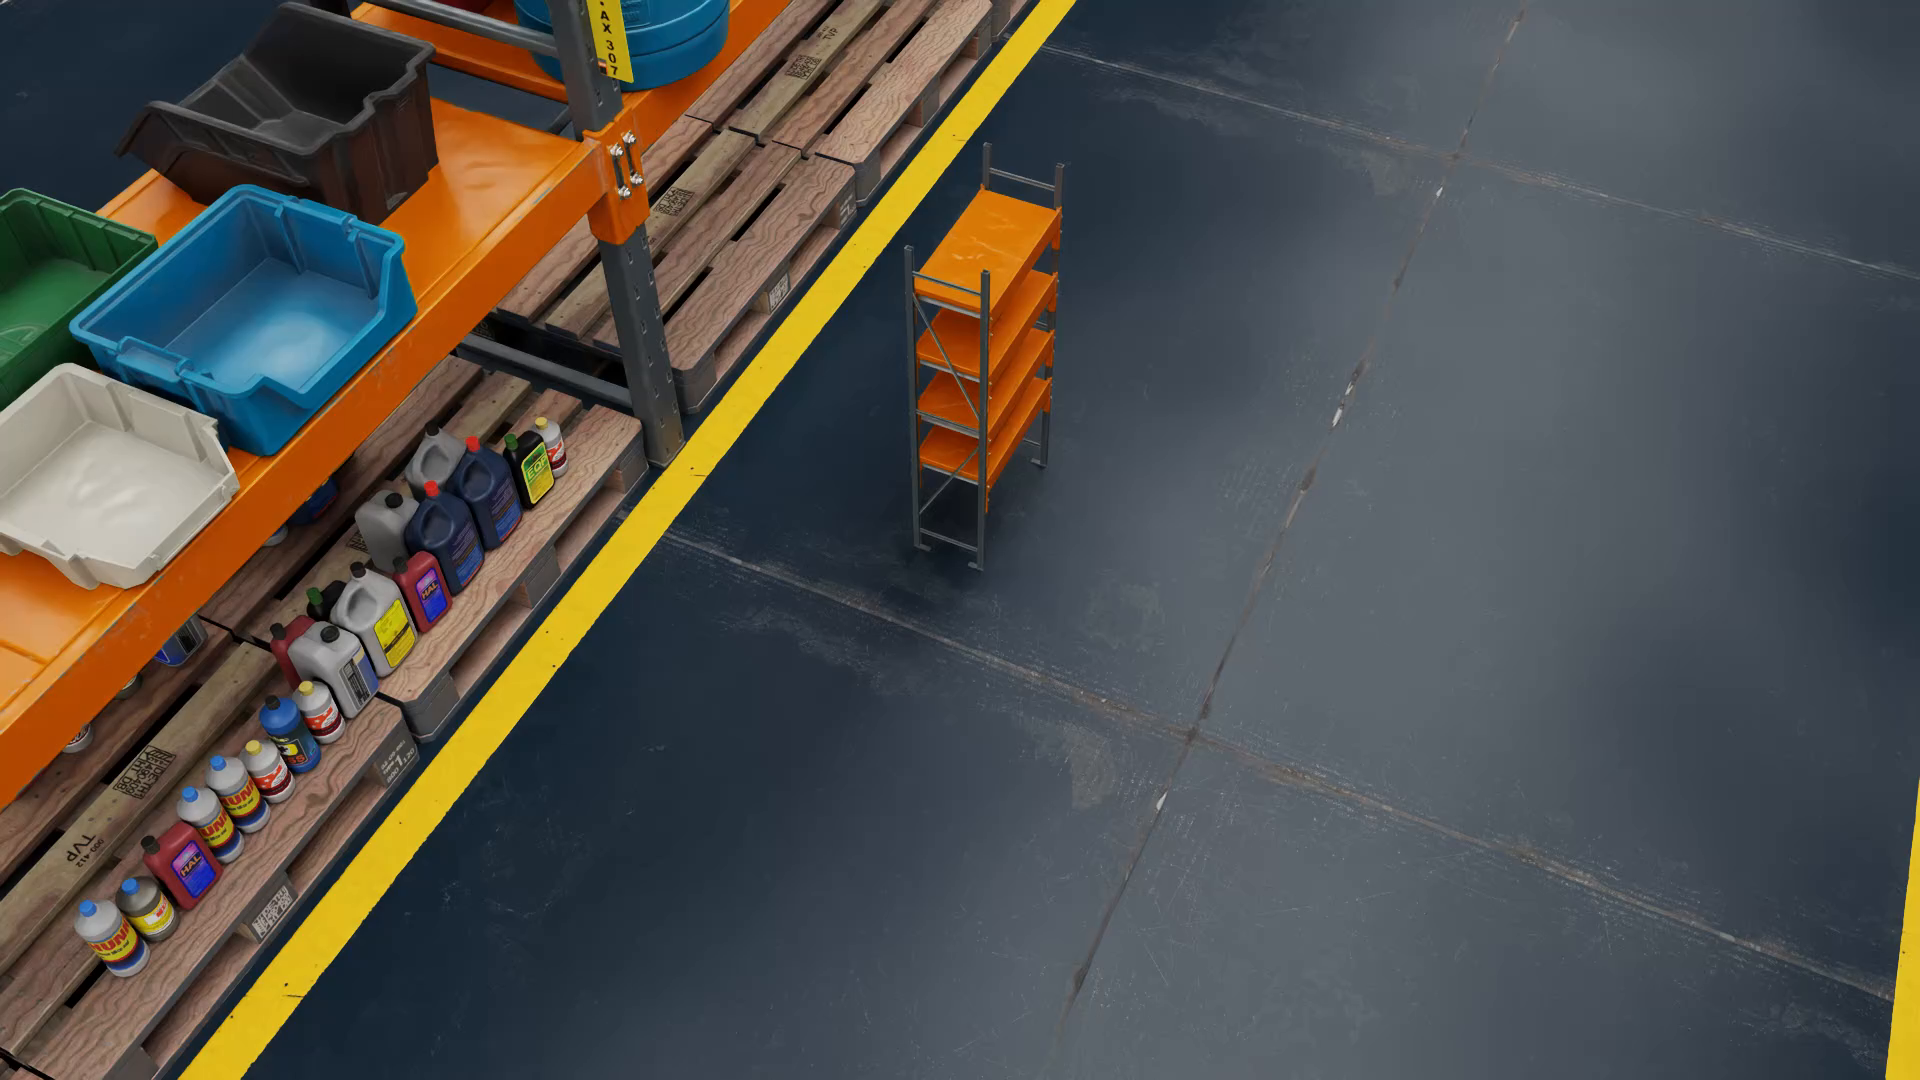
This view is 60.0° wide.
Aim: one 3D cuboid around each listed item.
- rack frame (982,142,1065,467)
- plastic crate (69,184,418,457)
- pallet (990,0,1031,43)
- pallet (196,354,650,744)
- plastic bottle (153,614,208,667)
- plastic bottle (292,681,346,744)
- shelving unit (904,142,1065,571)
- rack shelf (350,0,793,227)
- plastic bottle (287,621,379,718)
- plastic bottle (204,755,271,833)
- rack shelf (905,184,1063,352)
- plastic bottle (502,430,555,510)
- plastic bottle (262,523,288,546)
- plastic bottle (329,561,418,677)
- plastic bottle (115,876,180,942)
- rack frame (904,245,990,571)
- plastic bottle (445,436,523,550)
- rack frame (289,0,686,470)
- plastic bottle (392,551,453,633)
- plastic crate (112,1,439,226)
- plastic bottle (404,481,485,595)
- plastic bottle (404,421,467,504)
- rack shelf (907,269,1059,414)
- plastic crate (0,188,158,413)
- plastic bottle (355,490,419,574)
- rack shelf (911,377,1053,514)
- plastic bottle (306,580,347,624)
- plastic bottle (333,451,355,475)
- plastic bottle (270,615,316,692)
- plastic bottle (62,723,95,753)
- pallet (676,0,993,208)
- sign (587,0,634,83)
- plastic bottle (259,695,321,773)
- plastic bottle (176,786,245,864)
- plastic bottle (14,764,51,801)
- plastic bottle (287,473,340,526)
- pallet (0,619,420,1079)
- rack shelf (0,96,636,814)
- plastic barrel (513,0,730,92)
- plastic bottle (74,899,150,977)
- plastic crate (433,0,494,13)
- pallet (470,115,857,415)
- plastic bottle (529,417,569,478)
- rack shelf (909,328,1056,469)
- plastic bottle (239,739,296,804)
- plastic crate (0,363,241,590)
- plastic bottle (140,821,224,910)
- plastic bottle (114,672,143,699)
[{"bbox_3d":[0.175,-0.671,5.033,0.240,1.200,0.015,20,52,16],"label":"rack frame"},{"bbox_3d":[-1.614,-0.509,3.811,0.499,0.251,0.616,20,52,16],"label":"plastic crate"},{"bbox_3d":[-0.044,-2.737,7.441,1.003,0.211,1.213,20,52,16],"label":"pallet"},{"bbox_3d":[-1.712,-0.055,5.158,1.003,0.211,1.213,20,52,16],"label":"pallet"},{"bbox_3d":[-2.225,0.207,4.604,0.152,0.276,0.135,20,52,16],"label":"plastic bottle"},{"bbox_3d":[-1.720,0.449,4.447,0.097,0.201,0.097,0,50,0],"label":"plastic bottle"},{"bbox_3d":[0.071,-0.503,4.890,0.258,1.200,0.503,20,52,16],"label":"shelving unit"},{"bbox_3d":[-0.533,-2.552,5.924,1.077,0.370,4.000,20,52,16],"label":"rack shelf"},{"bbox_3d":[-1.695,0.335,4.495,0.152,0.276,0.135,21,53,17],"label":"plastic bottle"},{"bbox_3d":[-1.850,0.636,4.241,0.097,0.271,0.097,0,50,0],"label":"plastic bottle"},{"bbox_3d":[0.071,-0.757,4.591,0.258,0.148,0.480,20,52,16],"label":"rack shelf"},{"bbox_3d":[-1.294,-0.231,4.972,0.061,0.283,0.133,22,53,18],"label":"plastic bottle"},{"bbox_3d":[-2.060,-0.106,4.873,0.097,0.271,0.097,0,50,0],"label":"plastic bottle"},{"bbox_3d":[-1.622,0.200,4.561,0.144,0.351,0.185,19,52,16],"label":"plastic bottle"},{"bbox_3d":[-1.995,0.893,4.069,0.097,0.201,0.097,0,50,0],"label":"plastic bottle"},{"bbox_3d":[-0.034,-0.335,4.747,0.240,1.200,0.015,20,52,16],"label":"rack frame"},{"bbox_3d":[-1.402,-0.154,4.862,0.144,0.351,0.185,19,52,15],"label":"plastic bottle"},{"bbox_3d":[-1.387,-1.408,4.478,1.000,3.000,0.127,20,52,16],"label":"rack frame"},{"bbox_3d":[-1.515,0.125,4.669,0.061,0.283,0.133,23,53,18],"label":"plastic bottle"},{"bbox_3d":[-1.726,-1.068,4.230,0.767,0.338,0.504,20,52,16],"label":"plastic crate"},{"bbox_3d":[-1.484,-0.022,4.750,0.144,0.351,0.185,17,52,14],"label":"plastic bottle"},{"bbox_3d":[-1.532,-0.201,4.902,0.144,0.351,0.185,20,52,16],"label":"plastic bottle"},{"bbox_3d":[0.071,-0.604,4.771,0.258,0.148,0.480,20,52,16],"label":"rack shelf"},{"bbox_3d":[-2.222,-0.496,3.842,0.450,0.188,0.662,20,52,16],"label":"plastic crate"},{"bbox_3d":[-1.628,-0.029,4.805,0.152,0.276,0.135,20,52,16],"label":"plastic bottle"},{"bbox_3d":[0.071,-0.331,5.092,0.258,0.148,0.480,20,52,16],"label":"rack shelf"},{"bbox_3d":[-1.725,0.206,4.600,0.061,0.283,0.133,20,52,16],"label":"plastic bottle"},{"bbox_3d":[-1.936,-0.327,5.054,0.061,0.283,0.133,20,52,16],"label":"plastic bottle"},{"bbox_3d":[-1.791,0.298,4.521,0.061,0.283,0.133,20,52,16],"label":"plastic bottle"},{"bbox_3d":[-2.395,0.471,4.428,0.097,0.201,0.097,0,50,0],"label":"plastic bottle"},{"bbox_3d":[-0.567,-1.900,6.728,1.003,0.211,1.213,20,52,16],"label":"pallet"},{"bbox_3d":[-0.894,-1.311,4.214,0.100,0.325,0.005,20,52,16],"label":"sign"},{"bbox_3d":[-1.764,0.497,4.360,0.097,0.271,0.097,0,50,0],"label":"plastic bottle"},{"bbox_3d":[-1.893,0.705,4.183,0.097,0.271,0.097,0,50,0],"label":"plastic bottle"},{"bbox_3d":[-2.479,0.547,4.310,0.061,0.283,0.133,20,52,16],"label":"plastic bottle"},{"bbox_3d":[-1.977,-0.224,4.921,0.144,0.351,0.185,20,52,16],"label":"plastic bottle"},{"bbox_3d":[-2.232,0.788,4.441,1.003,0.211,1.213,20,52,16],"label":"pallet"},{"bbox_3d":[-2.241,0.203,3.580,1.077,0.370,4.000,20,52,16],"label":"rack shelf"},{"bbox_3d":[-0.948,-1.737,4.430,0.600,0.901,0.708,20,52,16],"label":"plastic barrel"},{"bbox_3d":[-2.040,0.941,3.982,0.097,0.271,0.097,0,50,0],"label":"plastic bottle"},{"bbox_3d":[-1.457,-1.861,4.822,0.402,0.464,0.583,20,52,16],"label":"plastic crate"},{"bbox_3d":[-1.087,-1.057,6.011,1.003,0.211,1.213,20,52,16],"label":"pallet"},{"bbox_3d":[-1.260,-0.292,5.077,0.097,0.201,0.097,0,50,0],"label":"plastic bottle"},{"bbox_3d":[0.071,-0.459,4.941,0.258,0.148,0.480,20,52,16],"label":"rack shelf"},{"bbox_3d":[-1.808,0.591,4.326,0.097,0.201,0.097,0,50,0],"label":"plastic bottle"},{"bbox_3d":[-1.852,-0.122,3.557,0.530,0.136,0.437,20,52,16],"label":"plastic crate"},{"bbox_3d":[-1.926,0.788,4.105,0.061,0.283,0.133,21,53,17],"label":"plastic bottle"},{"bbox_3d":[-2.321,0.337,4.542,0.097,0.201,0.097,0,50,0],"label":"plastic bottle"}]
